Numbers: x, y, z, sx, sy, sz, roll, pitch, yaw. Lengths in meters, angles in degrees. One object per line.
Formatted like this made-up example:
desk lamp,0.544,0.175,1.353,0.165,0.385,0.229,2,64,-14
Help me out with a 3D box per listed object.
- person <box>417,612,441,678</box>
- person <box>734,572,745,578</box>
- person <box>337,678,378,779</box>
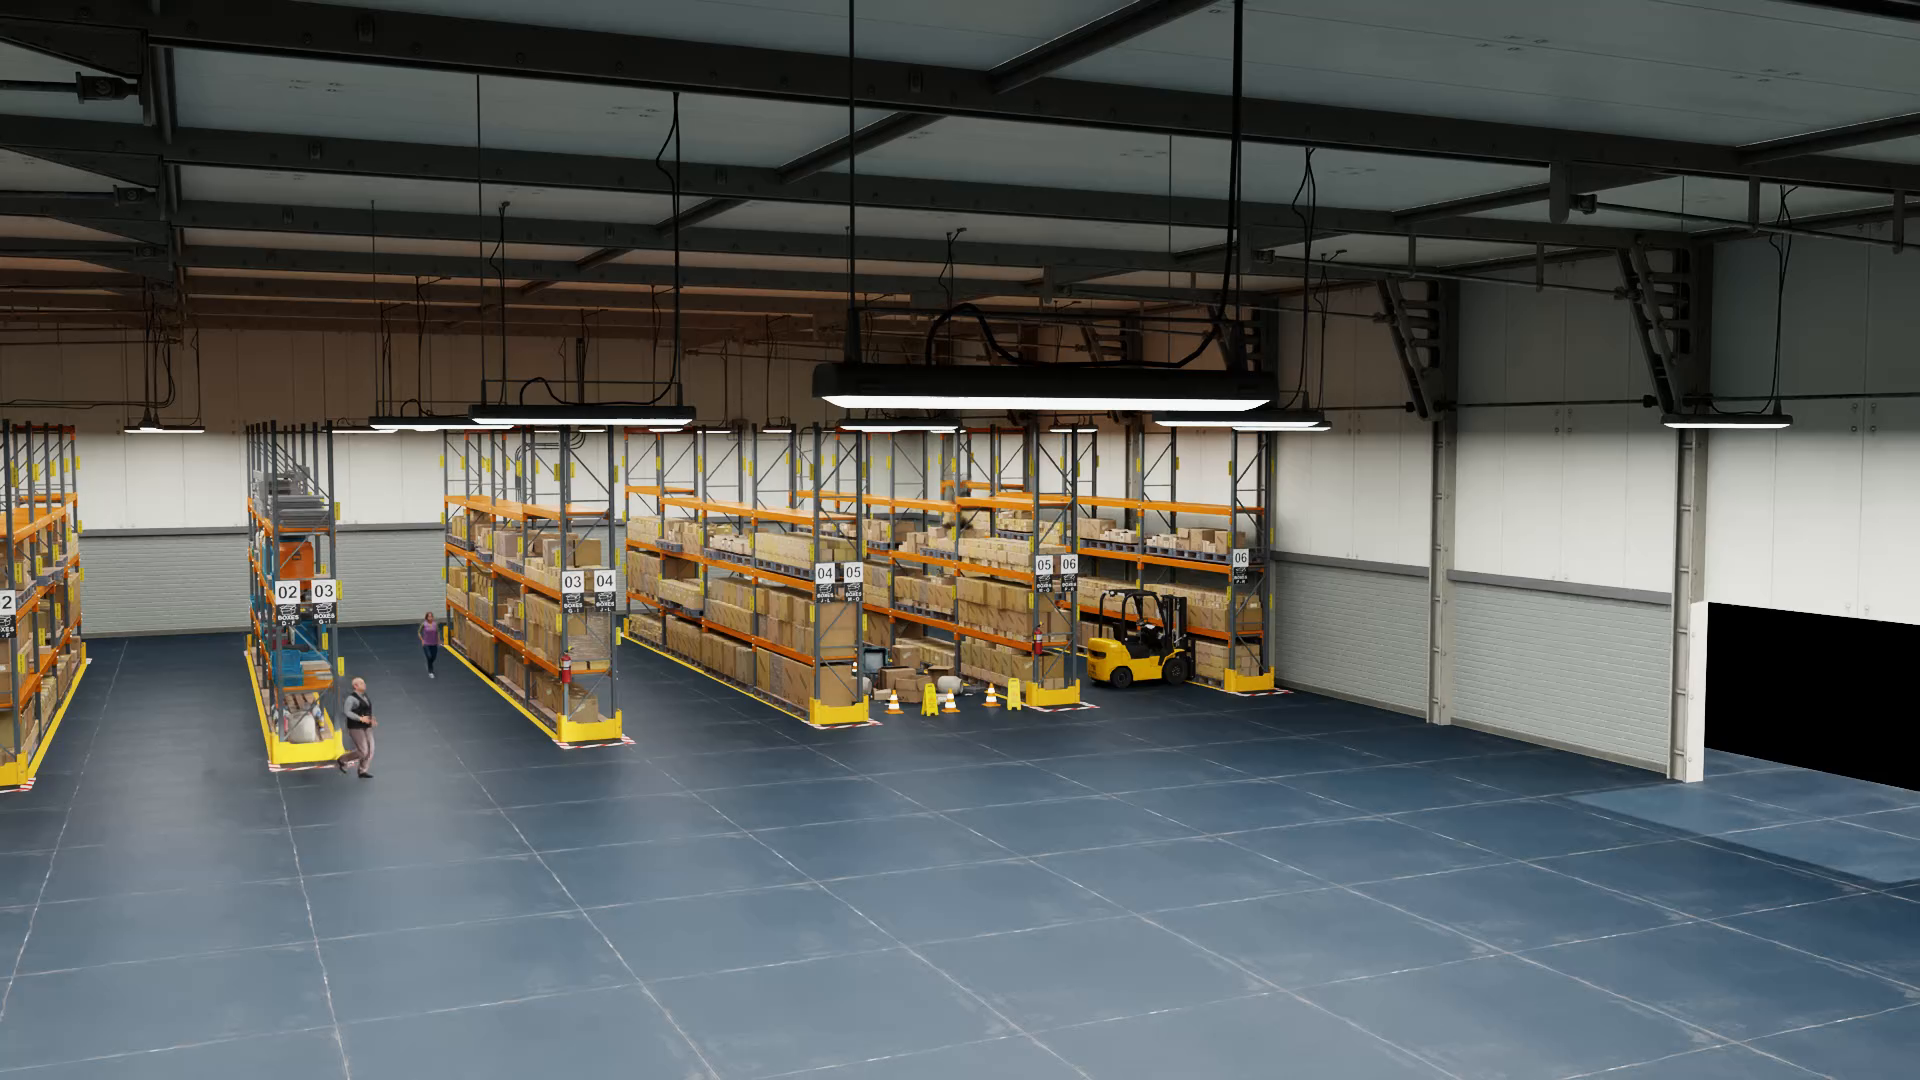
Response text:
person,-12.660,2.481,39.625,0.525,1.562,0.680,-2,4,-30
person,-6.658,1.722,50.148,0.852,1.829,0.599,-2,4,-26
person,-10.063,3.145,27.790,0.655,1.678,0.654,1,4,9
